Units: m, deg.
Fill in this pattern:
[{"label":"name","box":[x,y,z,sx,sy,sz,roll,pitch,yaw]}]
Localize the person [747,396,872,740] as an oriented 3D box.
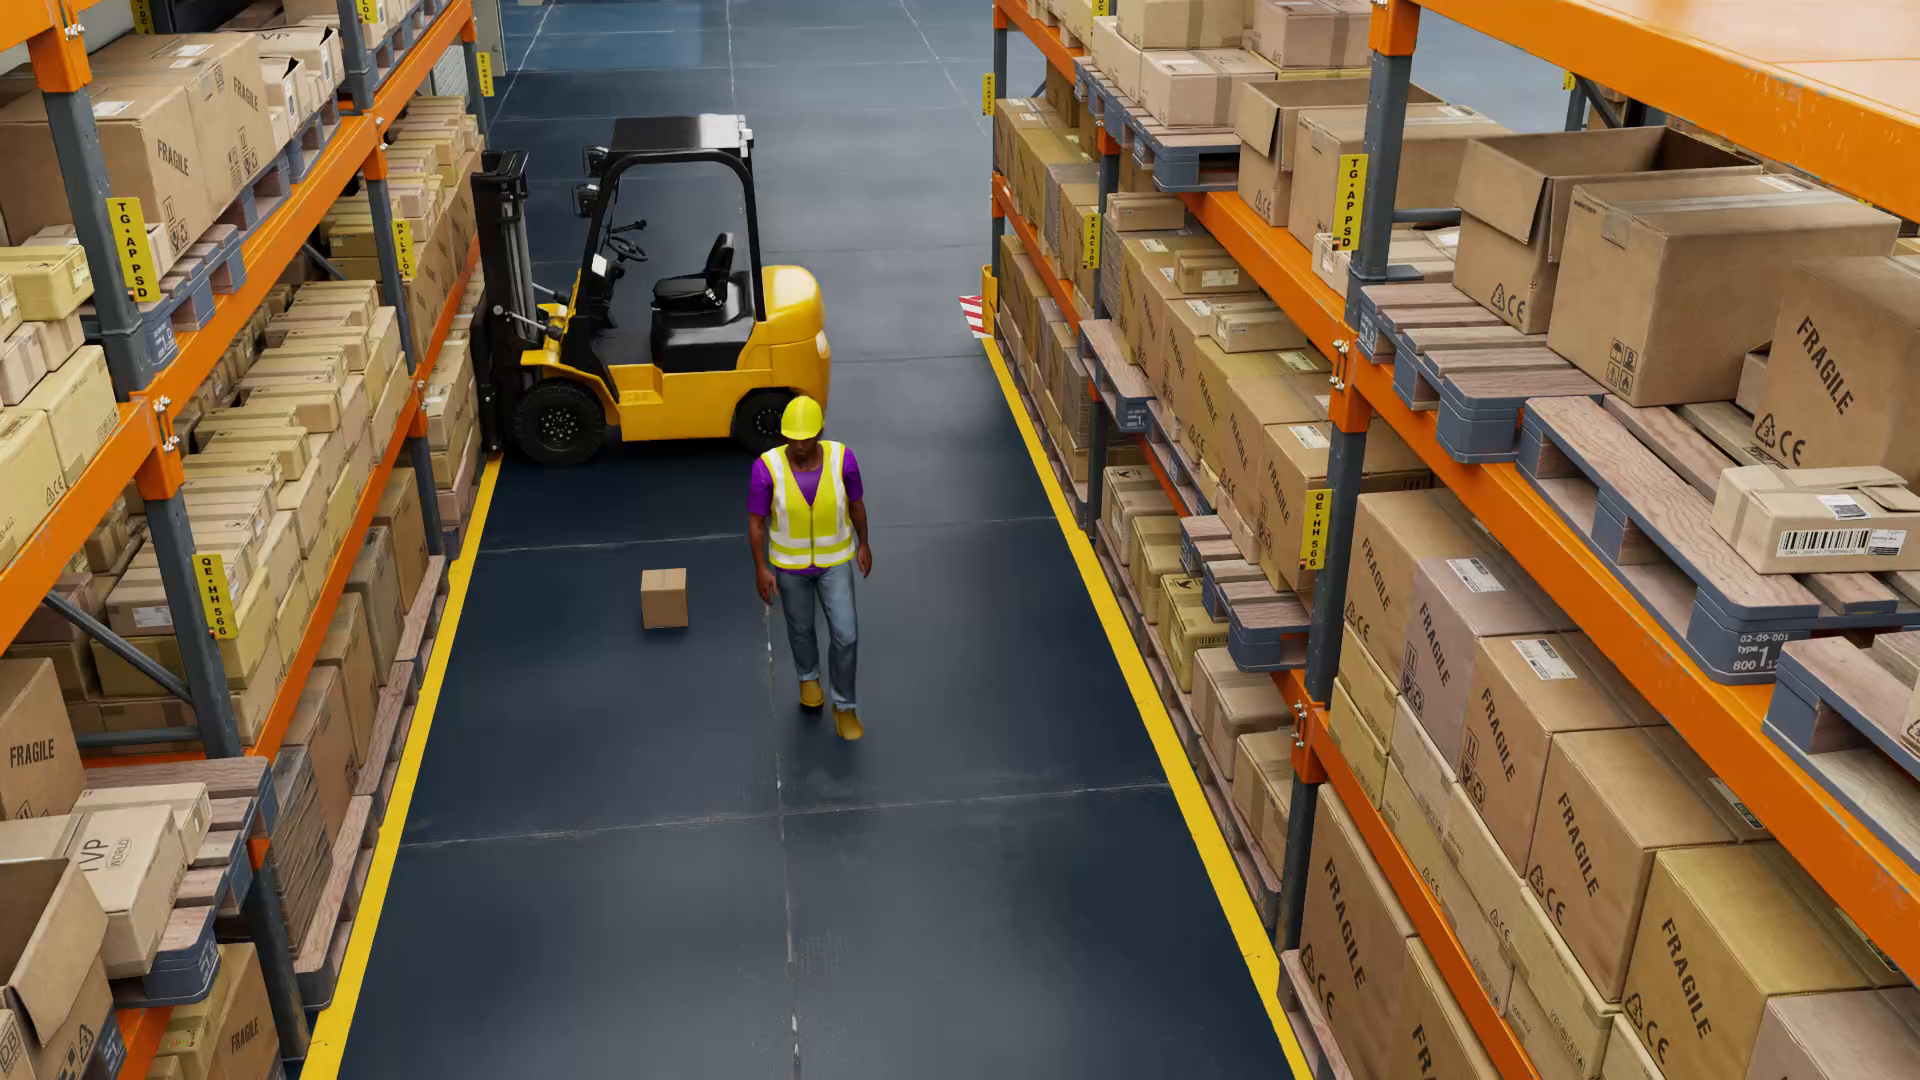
[{"label":"person","box":[-0.739,0.141,8.354,0.620,1.835,0.596,-4,27,-7]}]
